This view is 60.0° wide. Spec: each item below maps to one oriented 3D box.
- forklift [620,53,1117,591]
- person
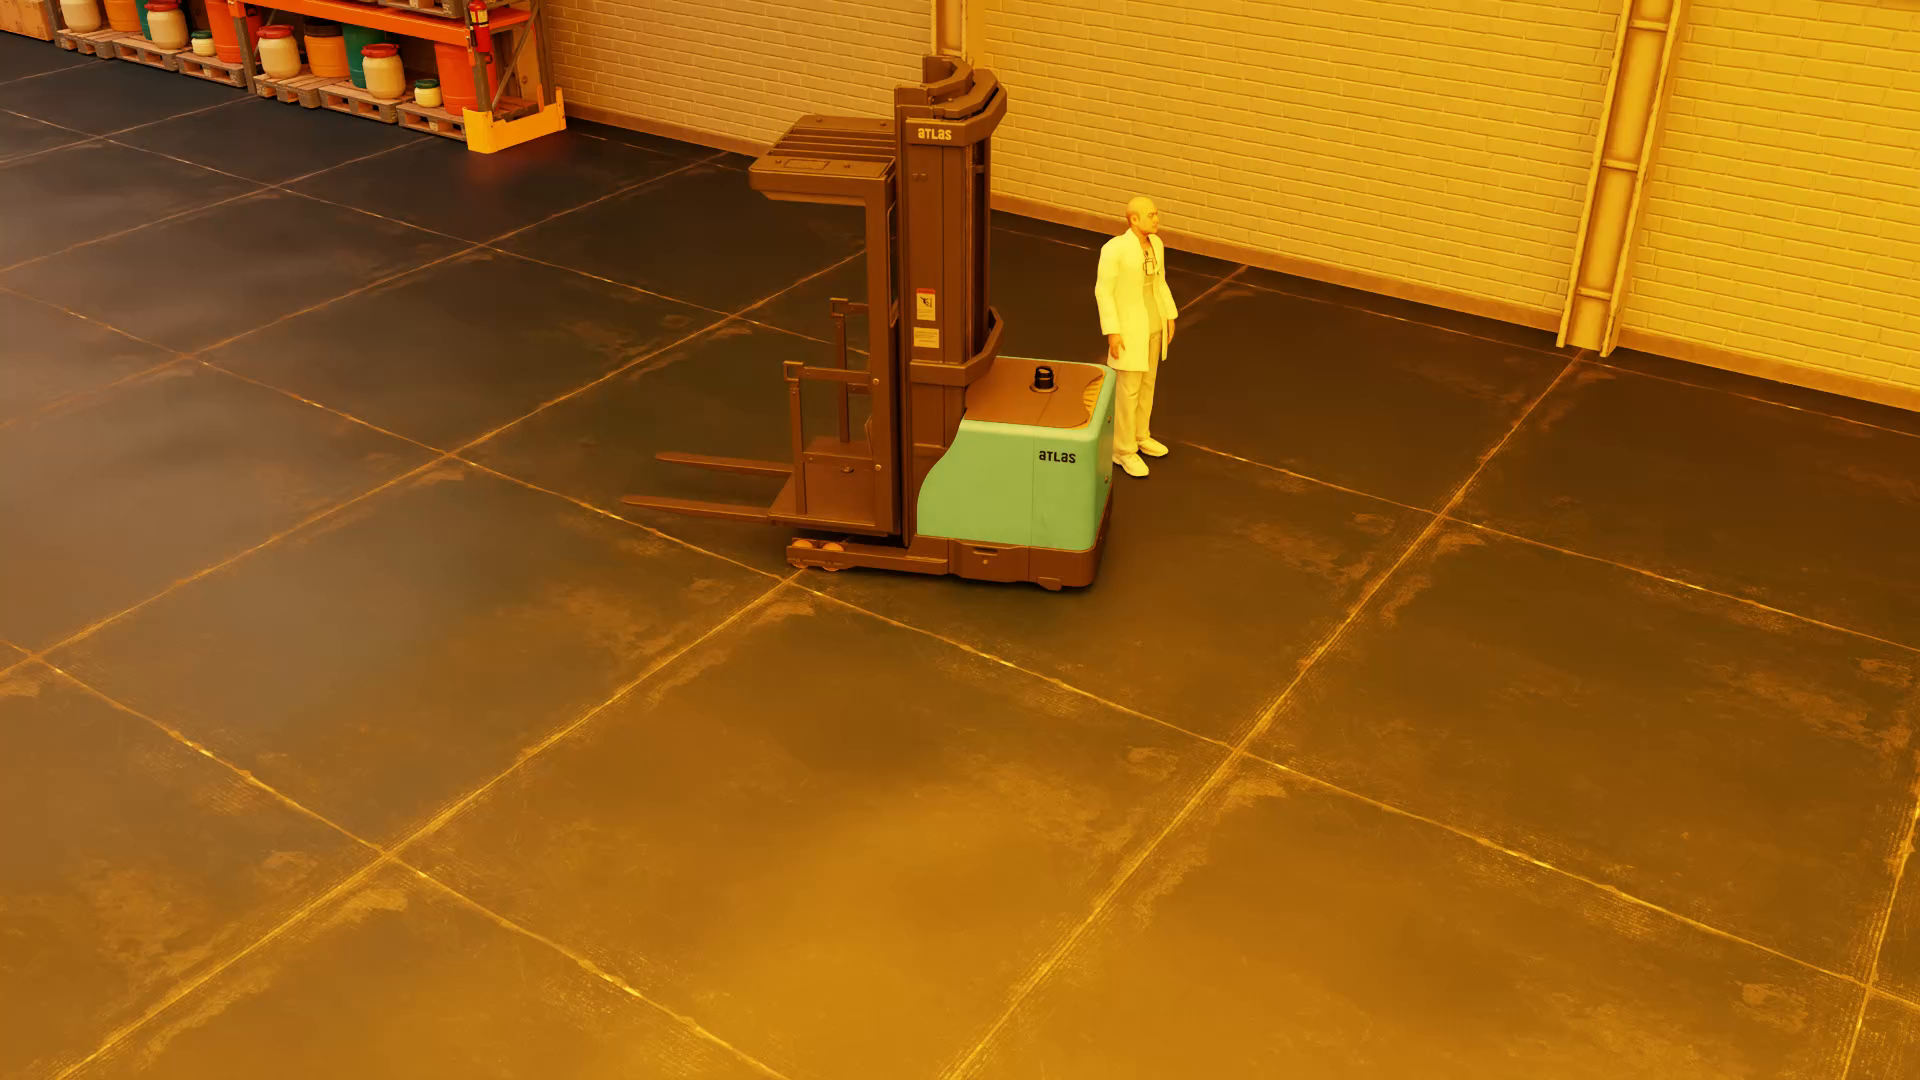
[{"bbox_3d":[-0.596,-1.330,9.871,3.031,2.935,1.130,6,31,10],"label":"forklift"},{"bbox_3d":[1.257,-1.379,11.091,0.695,1.776,0.581,-26,39,-37],"label":"person"}]
